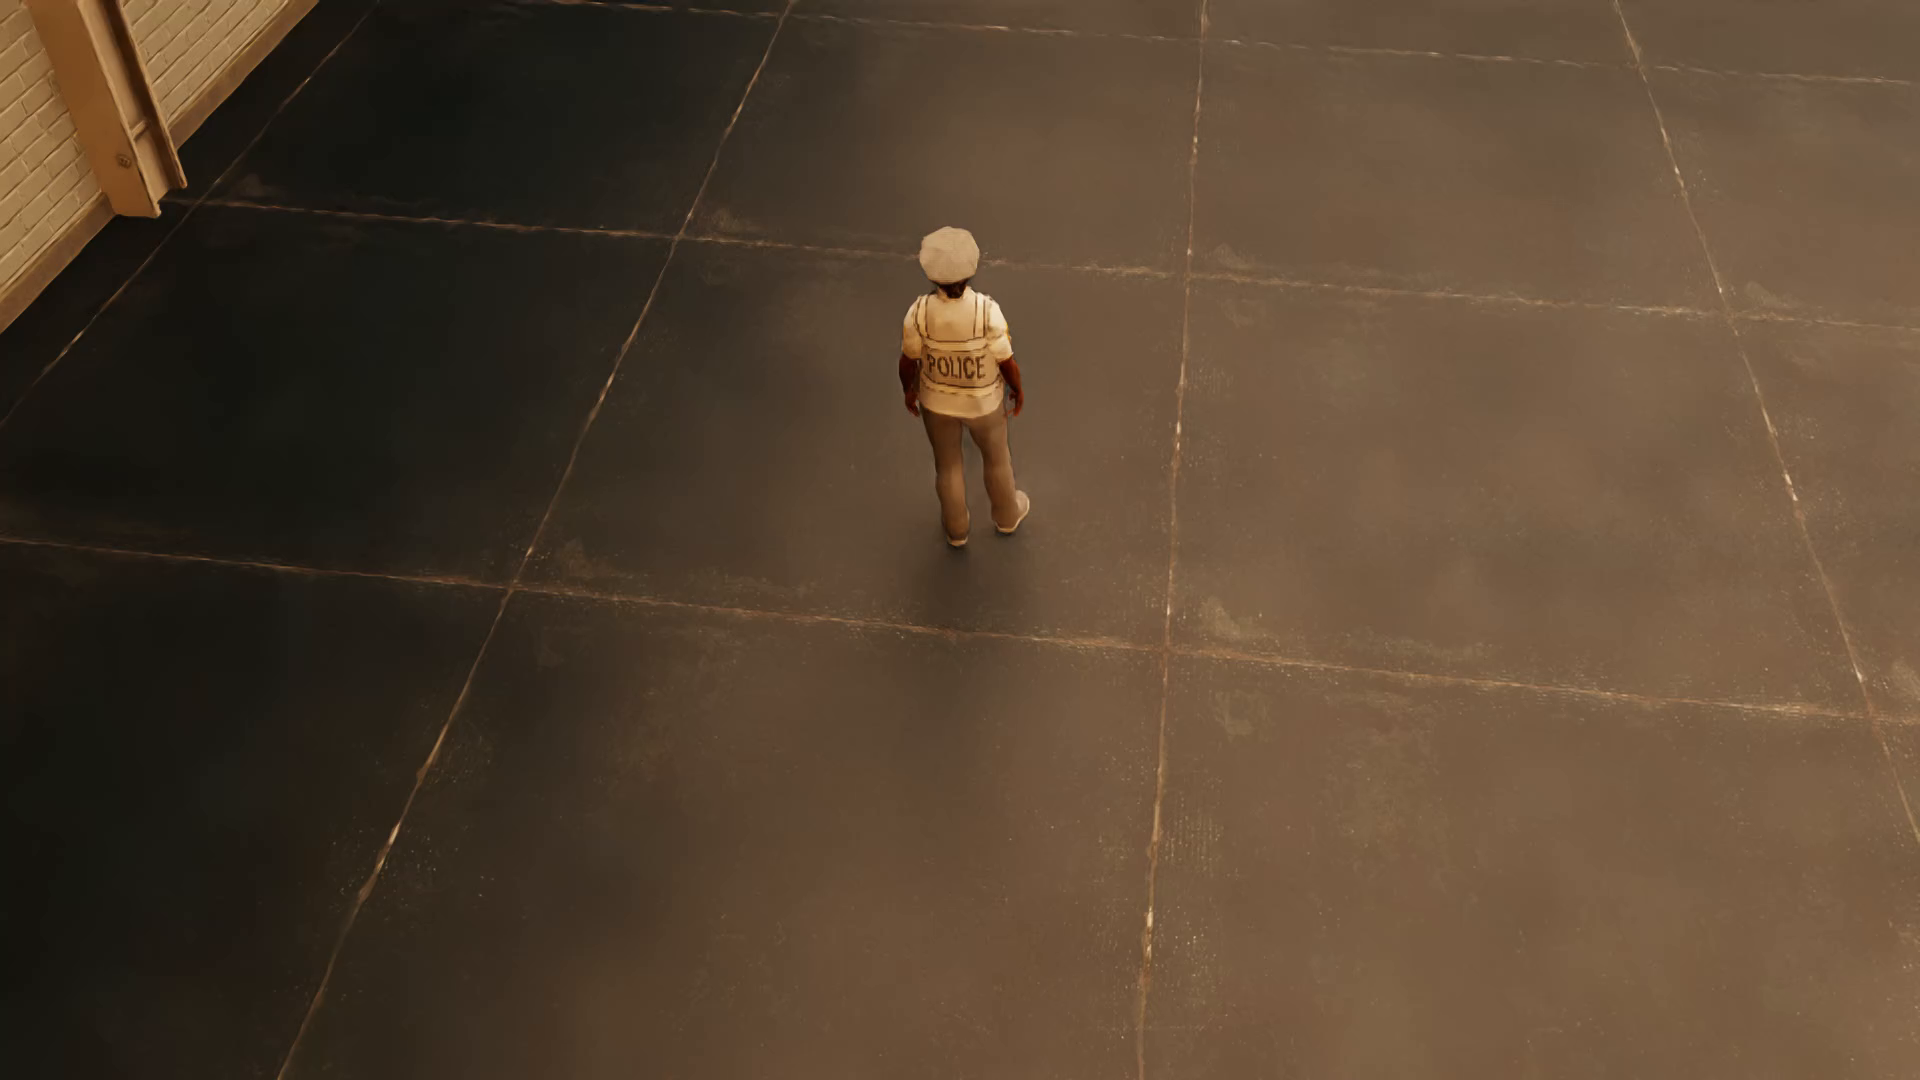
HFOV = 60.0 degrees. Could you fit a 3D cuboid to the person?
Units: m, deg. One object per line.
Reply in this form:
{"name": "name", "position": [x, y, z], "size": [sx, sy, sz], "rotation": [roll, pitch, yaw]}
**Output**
{"name": "person", "position": [0.029, -0.677, 7.366], "size": [0.570, 1.693, 0.529], "rotation": [5, 43, 6]}
